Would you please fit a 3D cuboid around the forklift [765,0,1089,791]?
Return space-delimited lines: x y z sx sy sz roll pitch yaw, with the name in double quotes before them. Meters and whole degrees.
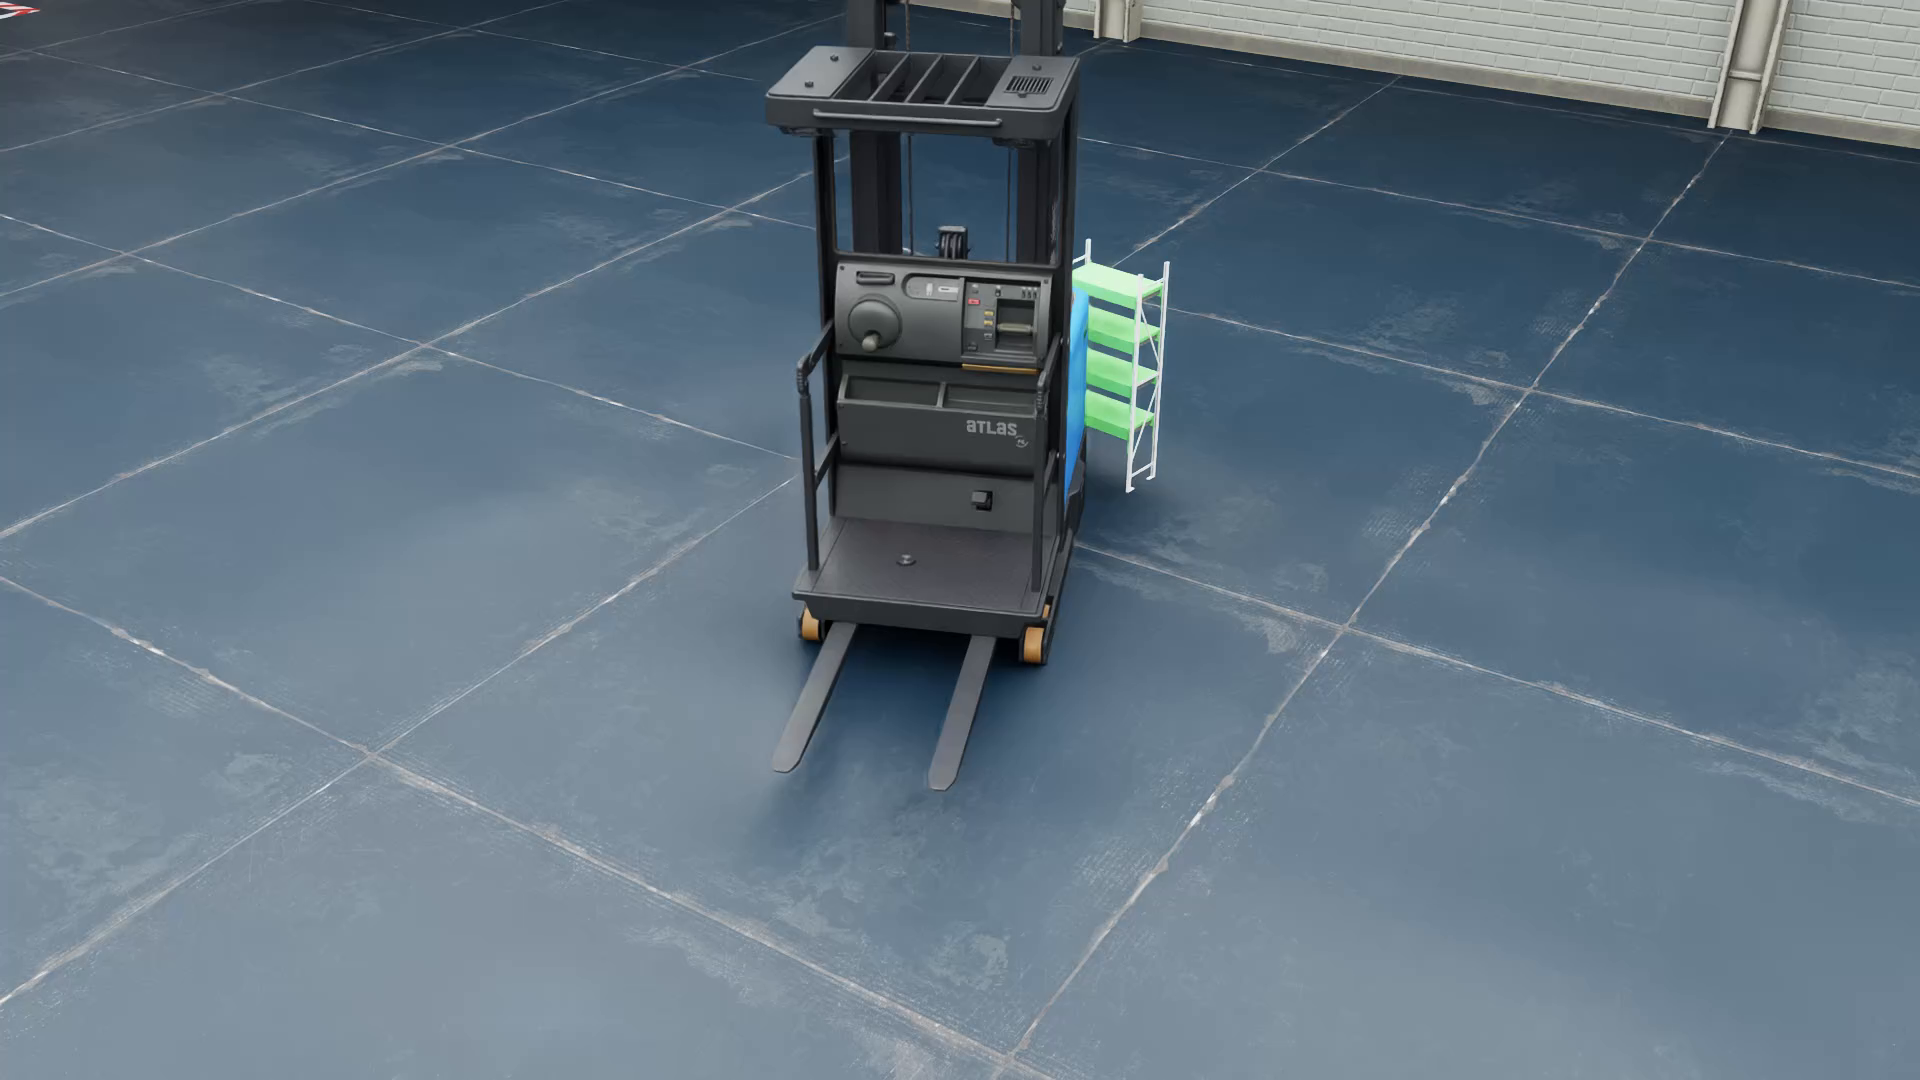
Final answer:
"forklift" -0.111 -0.919 6.917 1.130 2.935 3.031 5 31 9

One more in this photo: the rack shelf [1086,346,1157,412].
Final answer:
"rack shelf" 0.768 -0.839 8.624 0.480 0.148 0.258 24 38 35

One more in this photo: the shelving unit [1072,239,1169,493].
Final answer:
"shelving unit" 0.768 -0.894 8.591 0.503 1.200 0.258 24 38 35

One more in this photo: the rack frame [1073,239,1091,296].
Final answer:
"rack frame" 0.585 -0.975 8.731 0.015 1.200 0.240 24 38 35

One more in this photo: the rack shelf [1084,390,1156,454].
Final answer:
"rack shelf" 0.768 -0.631 8.745 0.480 0.148 0.258 24 38 35

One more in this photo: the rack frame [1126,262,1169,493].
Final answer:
"rack frame" 0.950 -0.812 8.452 0.015 1.200 0.240 24 38 35

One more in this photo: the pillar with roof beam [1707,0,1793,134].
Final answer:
"pillar with roof beam" 4.415 -5.628 8.967 0.400 9.000 9.100 18 35 27

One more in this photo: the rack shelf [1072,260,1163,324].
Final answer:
"rack shelf" 0.768 -1.253 8.382 0.480 0.148 0.258 24 38 35

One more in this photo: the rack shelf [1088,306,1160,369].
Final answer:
"rack shelf" 0.768 -1.046 8.503 0.480 0.148 0.258 24 38 35

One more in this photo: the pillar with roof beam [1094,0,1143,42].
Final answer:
"pillar with roof beam" -0.667 -7.235 11.722 0.400 9.000 9.100 18 35 27
